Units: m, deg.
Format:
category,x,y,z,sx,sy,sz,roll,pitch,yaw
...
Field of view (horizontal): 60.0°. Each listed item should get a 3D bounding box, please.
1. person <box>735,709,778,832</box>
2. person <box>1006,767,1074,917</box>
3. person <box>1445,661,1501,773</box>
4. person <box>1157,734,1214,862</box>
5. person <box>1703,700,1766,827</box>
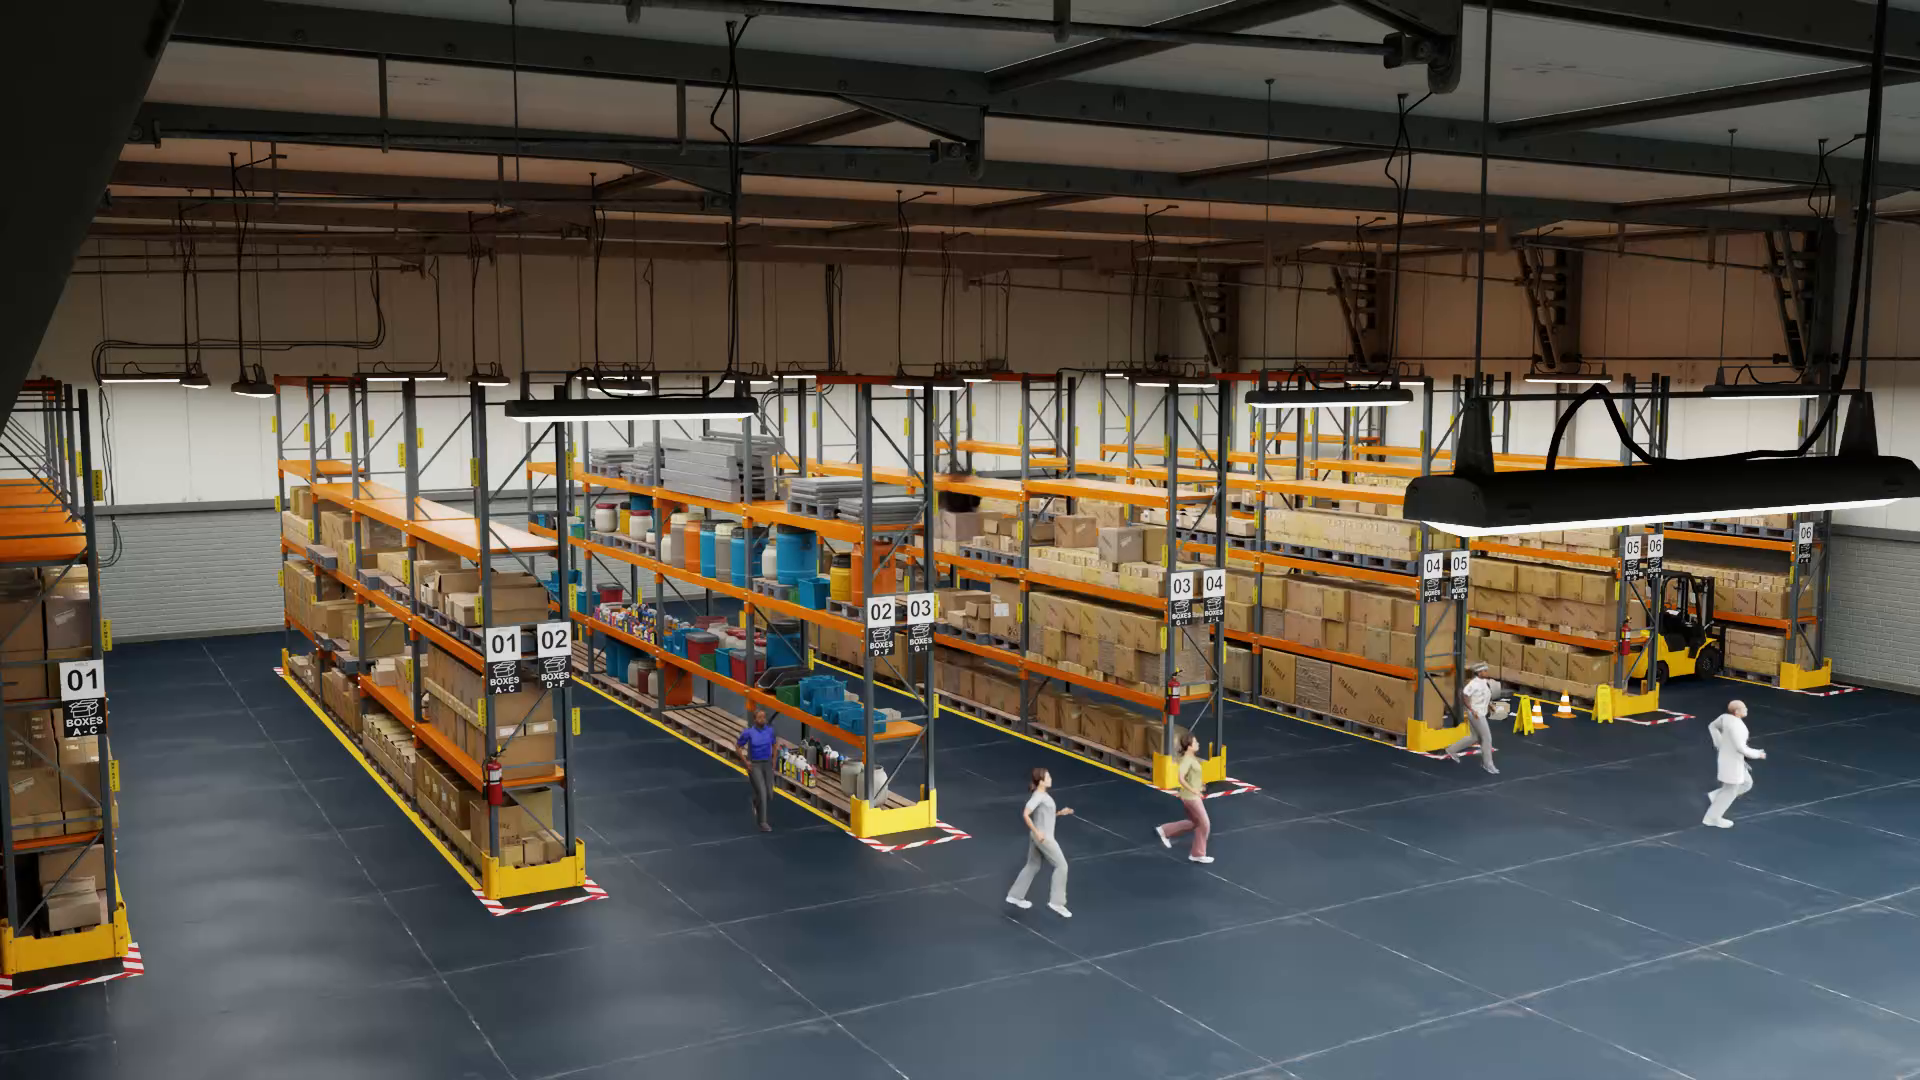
category,x,y,z,sx,sy,sz,roll,pitch,yaw
person,-2.738,3.076,22.451,0.596,1.622,0.690,-4,7,-31
person,0.909,3.432,18.898,0.768,1.723,0.537,-1,6,-5
person,7.938,2.712,25.614,0.852,1.727,0.596,3,7,26
person,2.839,3.246,20.898,0.721,1.646,0.580,0,6,4
person,10.474,3.008,22.493,0.748,1.732,0.738,1,6,12
